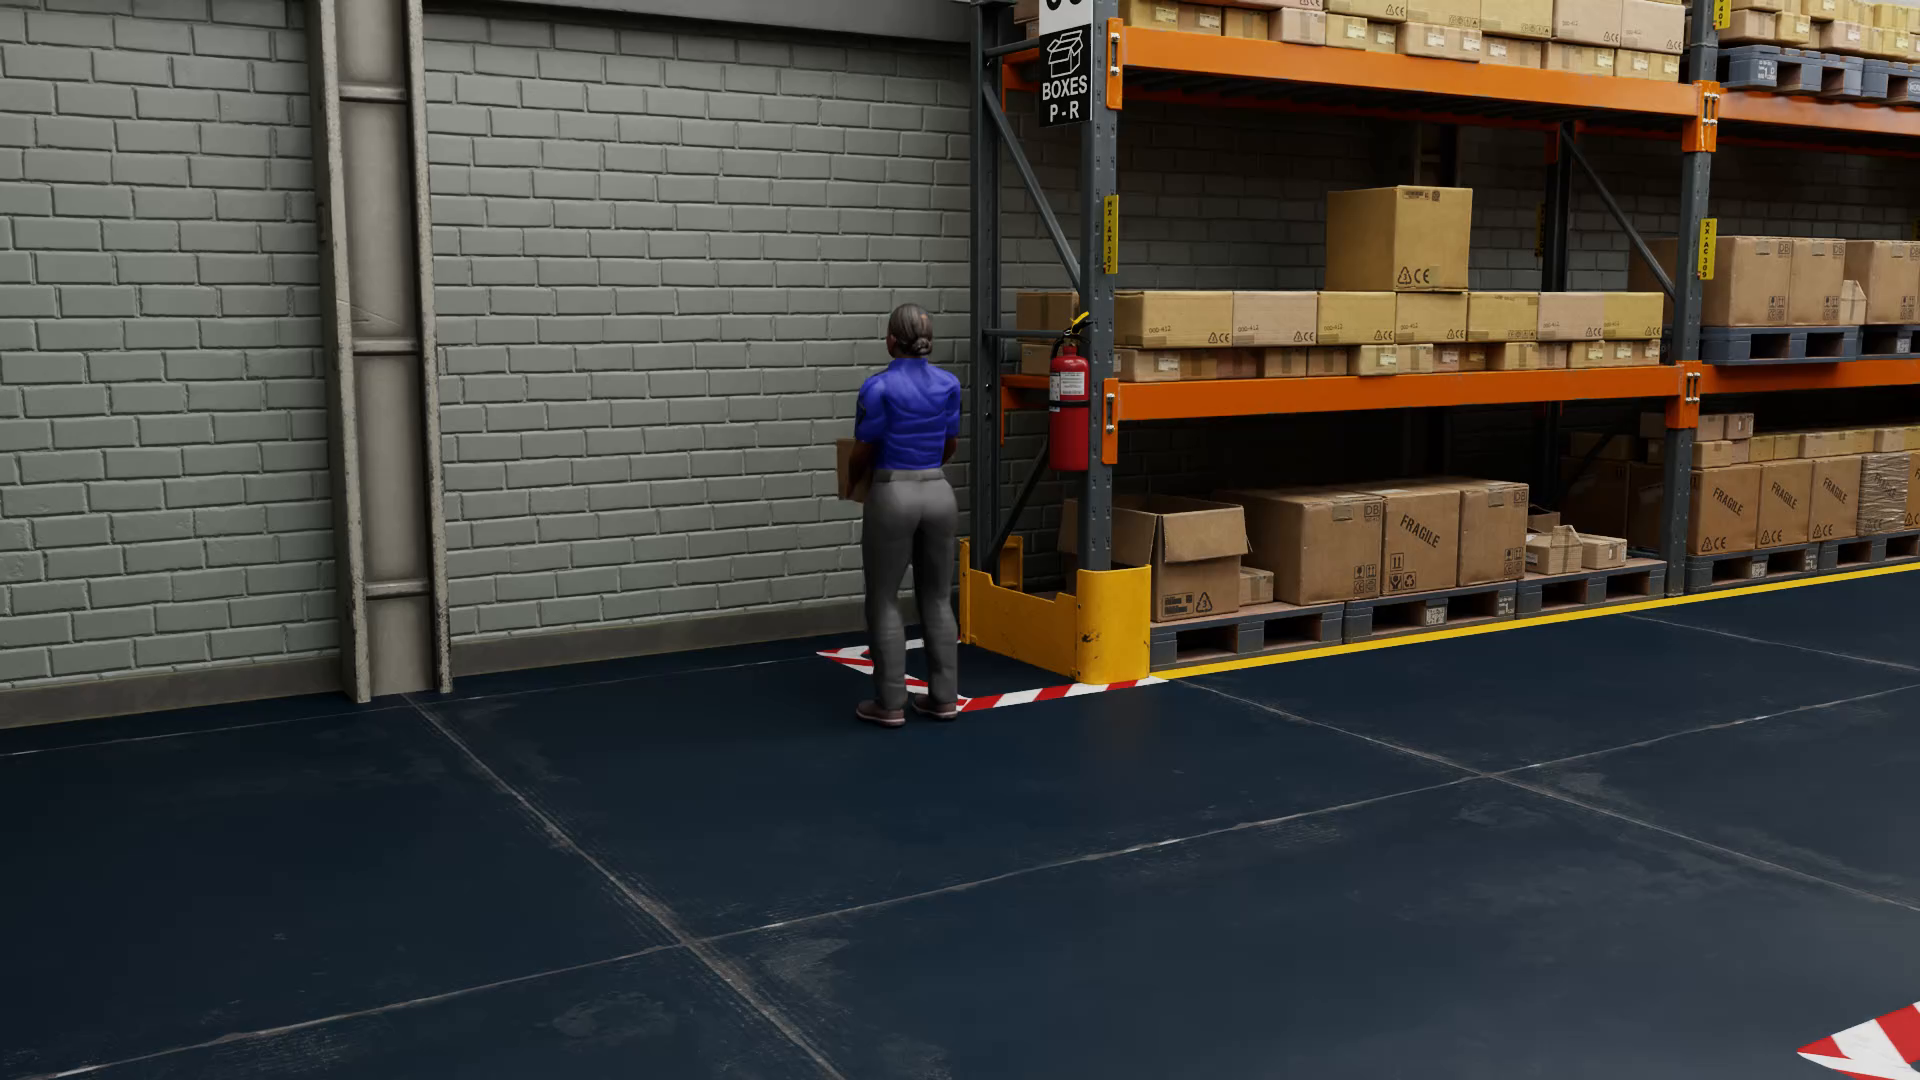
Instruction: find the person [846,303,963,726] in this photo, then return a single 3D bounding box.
[{"bbox_3d":[-0.239,-0.110,6.615,0.454,1.652,0.511,-4,9,-26],"label":"person"}]
